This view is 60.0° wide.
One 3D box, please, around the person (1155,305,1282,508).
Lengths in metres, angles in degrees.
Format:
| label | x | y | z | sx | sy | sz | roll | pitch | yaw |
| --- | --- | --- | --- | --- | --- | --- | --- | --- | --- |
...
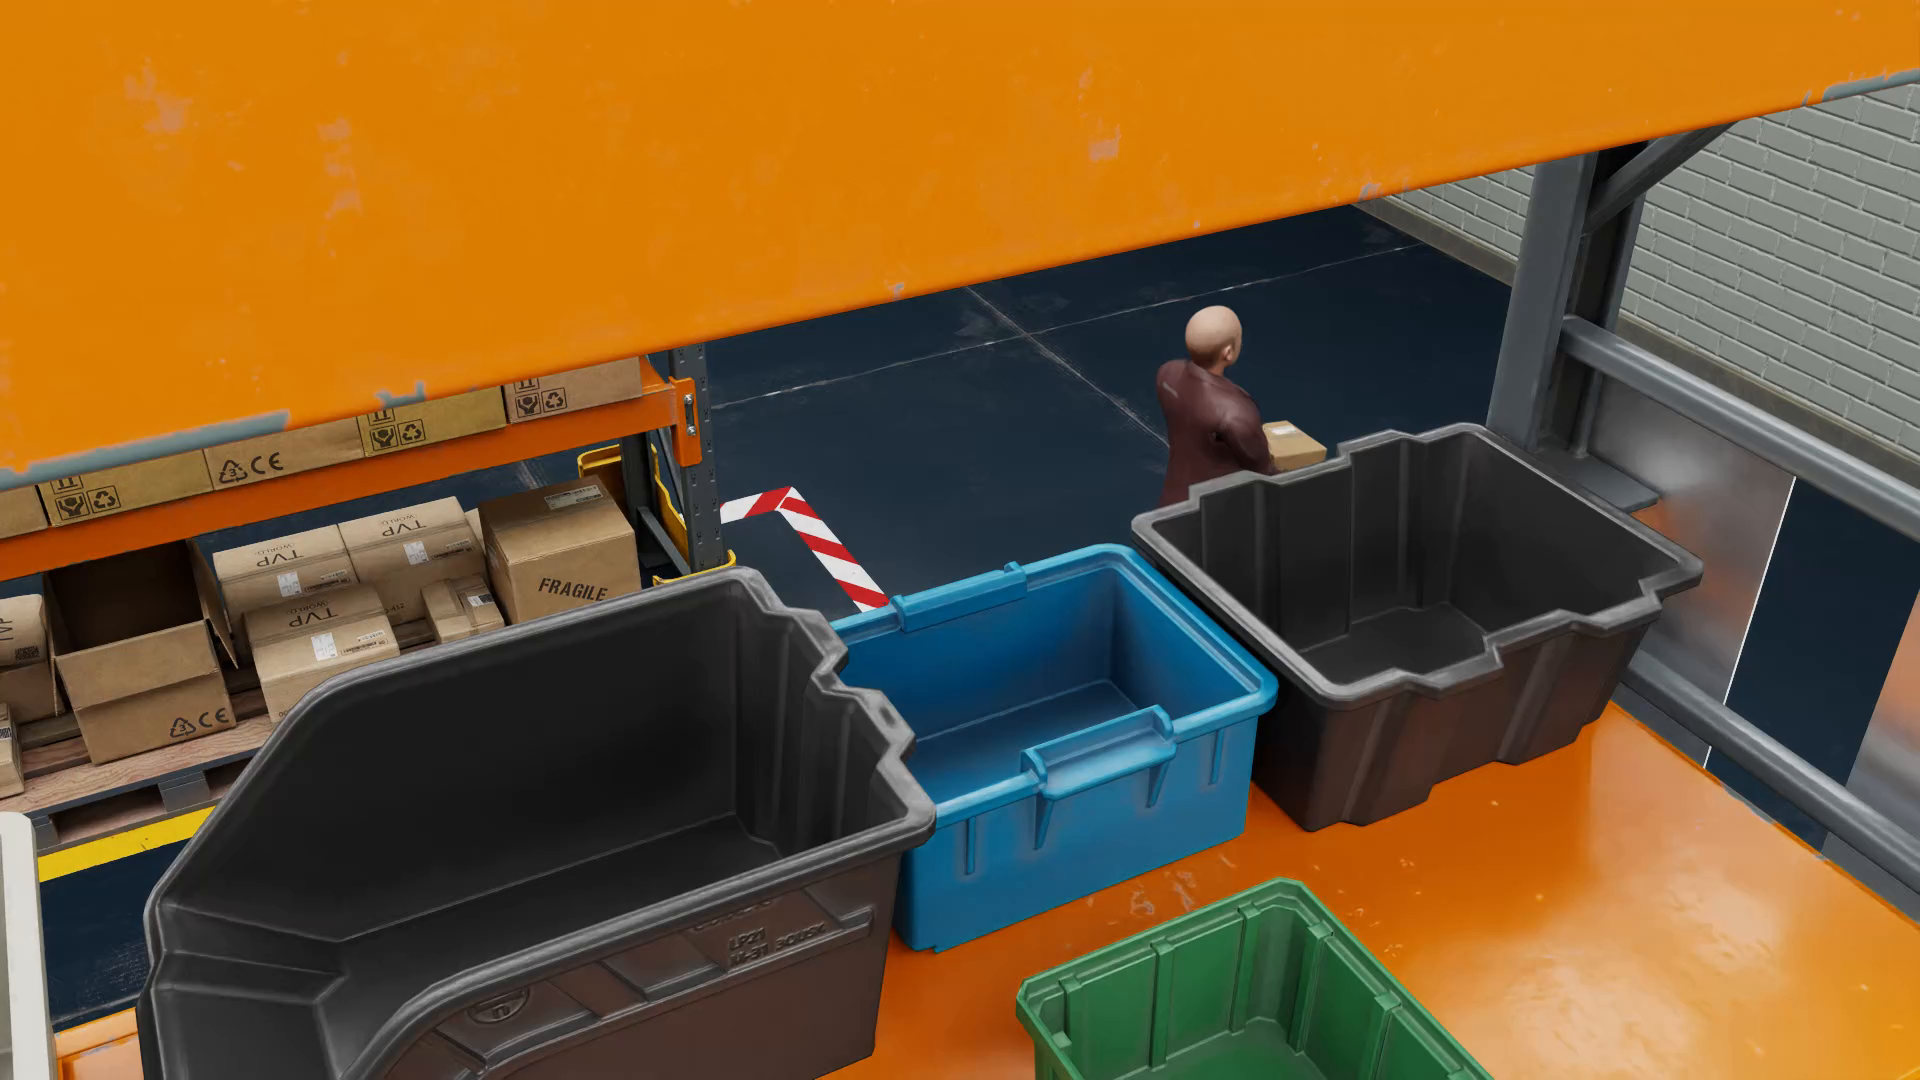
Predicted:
| label | x | y | z | sx | sy | sz | roll | pitch | yaw |
| --- | --- | --- | --- | --- | --- | --- | --- | --- | --- |
| person | 1.022 | -0.088 | 6.293 | 0.543 | 1.778 | 0.526 | -16 | 36 | -23 |
